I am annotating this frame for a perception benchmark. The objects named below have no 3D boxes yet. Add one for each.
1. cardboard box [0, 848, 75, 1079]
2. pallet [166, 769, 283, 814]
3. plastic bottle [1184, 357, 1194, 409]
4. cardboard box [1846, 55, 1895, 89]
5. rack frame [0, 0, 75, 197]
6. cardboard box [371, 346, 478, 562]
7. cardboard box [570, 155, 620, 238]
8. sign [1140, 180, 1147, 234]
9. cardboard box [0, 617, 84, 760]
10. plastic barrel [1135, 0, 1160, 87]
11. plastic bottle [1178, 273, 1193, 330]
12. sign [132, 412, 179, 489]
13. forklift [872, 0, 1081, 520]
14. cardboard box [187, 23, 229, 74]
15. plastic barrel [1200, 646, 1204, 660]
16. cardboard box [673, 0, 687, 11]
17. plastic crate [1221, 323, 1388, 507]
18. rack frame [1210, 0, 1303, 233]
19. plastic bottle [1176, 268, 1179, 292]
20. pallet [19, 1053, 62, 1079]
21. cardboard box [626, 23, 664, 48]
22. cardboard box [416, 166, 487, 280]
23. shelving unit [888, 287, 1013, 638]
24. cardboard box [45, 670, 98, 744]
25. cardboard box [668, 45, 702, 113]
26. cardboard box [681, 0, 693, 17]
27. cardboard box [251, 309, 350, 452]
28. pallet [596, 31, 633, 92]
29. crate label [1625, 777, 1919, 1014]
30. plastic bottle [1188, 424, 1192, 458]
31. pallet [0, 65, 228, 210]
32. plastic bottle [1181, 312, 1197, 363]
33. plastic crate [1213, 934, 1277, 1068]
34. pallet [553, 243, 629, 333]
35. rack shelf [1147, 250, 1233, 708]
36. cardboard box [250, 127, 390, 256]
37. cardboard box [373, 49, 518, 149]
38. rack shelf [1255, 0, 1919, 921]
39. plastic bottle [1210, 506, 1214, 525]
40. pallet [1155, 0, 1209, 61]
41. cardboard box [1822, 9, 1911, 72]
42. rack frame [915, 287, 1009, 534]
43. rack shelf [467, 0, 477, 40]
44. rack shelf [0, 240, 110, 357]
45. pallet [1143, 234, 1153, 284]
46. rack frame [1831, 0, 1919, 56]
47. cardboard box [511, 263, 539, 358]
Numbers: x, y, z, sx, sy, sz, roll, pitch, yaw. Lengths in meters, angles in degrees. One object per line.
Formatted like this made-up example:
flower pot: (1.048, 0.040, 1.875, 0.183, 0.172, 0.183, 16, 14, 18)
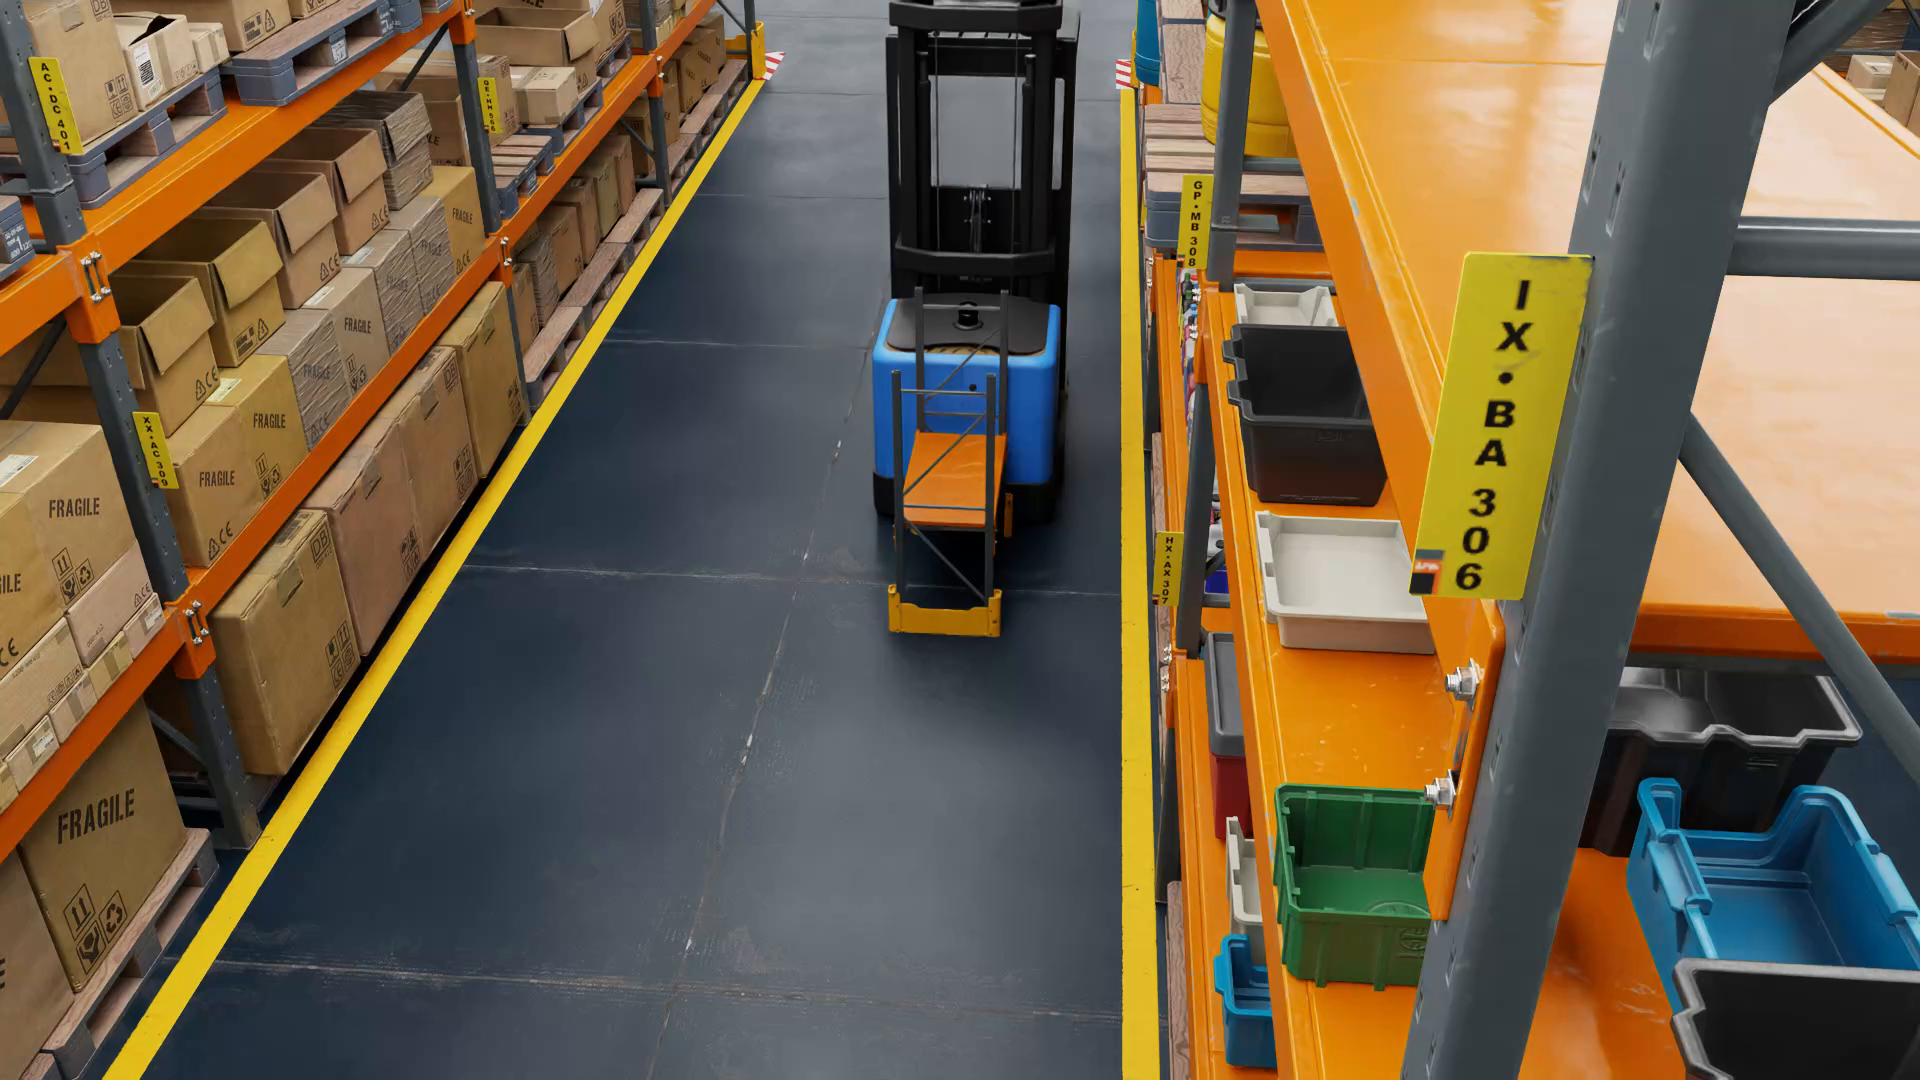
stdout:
cardboard box: (-3.816, 1.579, 5.735, 0.875, 0.875, 0.875, 2, 32, 4)
pallet: (-3.622, 0.821, 7.997, 1.003, 0.211, 1.213, 2, 32, 4)
plastic bottle: (1.165, -0.797, 8.012, 0.144, 0.351, 0.185, 2, 32, 4)
cardboard box: (6.918, -3.394, 12.322, 0.500, 0.250, 0.500, 4, 32, 7)
rack frame: (-3.610, -2.513, 5.031, 1.000, 3.000, 0.127, 2, 32, 4)
cardboard box: (-3.441, -0.500, 9.107, 1.225, 0.875, 0.875, 3, 32, 4)
cardboard box: (-3.087, -2.697, 13.011, 0.700, 0.500, 0.500, 2, 32, 4)
sign: (1.104, -1.929, 9.645, 0.100, 0.325, 0.005, 2, 32, 4)
cardboard box: (-3.424, 0.491, 5.735, 0.500, 0.250, 0.500, 3, 32, 5)
plastic barrel: (1.645, -3.955, 12.612, 0.600, 0.901, 0.708, 2, 32, 4)
plastic bottle: (1.201, -1.267, 8.839, 0.061, 0.283, 0.133, 2, 32, 4)
sign: (-3.056, -0.339, 6.320, 0.100, 0.325, 0.005, 2, 32, 4)
forklift: (0.142, -2.109, 10.158, 1.130, 2.935, 3.031, 3, 32, 4)
cardboard box: (-3.339, -2.080, 7.027, 0.380, 0.149, 0.250, 1, 32, 2)
plastic barrel: (1.446, 0.313, 7.764, 0.600, 0.901, 0.708, 2, 32, 4)
cardboard box: (-2.784, -4.804, 14.088, 0.875, 0.500, 0.500, 2, 32, 4)
plastic crate: (0.952, -0.331, 4.474, 0.497, 0.269, 0.590, 2, 32, 4)
rack frame: (1.327, -2.302, 4.688, 1.000, 3.000, 0.127, 2, 32, 4)
plastic bottle: (1.258, -1.513, 9.249, 0.097, 0.271, 0.097, 0, 32, 0)
pallet: (-3.846, 2.262, 5.659, 1.003, 0.211, 1.213, 2, 32, 4)
cardboard box: (-2.641, -4.135, 13.621, 0.380, 0.149, 0.250, 2, 32, 4)
cardboard box: (-3.077, -1.825, 9.537, 0.500, 0.500, 0.500, 3, 32, 5)
shelving unit: (-0.036, -0.421, 8.784, 0.587, 1.500, 1.083, 3, 32, 4)
cardboard box: (-3.350, 0.590, 5.954, 0.380, 0.149, 0.250, 2, 32, 3)
cardboard box: (-2.785, -4.382, 15.765, 0.500, 0.500, 0.500, 5, 32, 9)
cardboard box: (-2.543, -4.657, 14.468, 0.380, 0.149, 0.250, 2, 32, 4)
cardboard box: (-3.242, -0.756, 7.803, 0.500, 0.500, 0.500, 2, 32, 3)
pallet: (-3.166, -3.668, 12.805, 1.003, 0.211, 1.213, 2, 32, 4)
crate label: (1.398, 0.661, 2.881, 0.408, 0.251, 0.502, 2, 32, 4)
plastic bottle: (1.101, -0.470, 7.623, 0.097, 0.201, 0.097, 0, 32, 0)
pallet: (-3.584, -1.636, 6.650, 0.805, 0.209, 1.217, 1, 32, 2)
plastic bottle: (1.183, -1.030, 8.464, 0.097, 0.271, 0.097, 0, 32, 0)
plastic crate: (0.913, 1.305, 4.657, 0.416, 0.233, 0.300, 2, 32, 4)
pallet: (-3.117, -1.909, 12.426, 1.003, 0.211, 1.213, 2, 32, 4)
rack shelf: (1.490, -0.487, 8.148, 1.077, 0.370, 4.000, 2, 32, 4)
cardboard box: (-3.415, -1.798, 8.538, 0.797, 0.503, 0.637, 3, 32, 5)
cardboard box: (-3.334, -2.853, 10.805, 0.700, 0.500, 0.500, 7, 32, 11)
rack shelf: (1.164, -0.780, 3.285, 1.077, 0.370, 4.000, 2, 32, 4)
plastic bottle: (1.010, -0.041, 6.849, 0.061, 0.283, 0.133, 2, 32, 4)
pallet: (1.493, -2.640, 8.276, 1.003, 0.211, 1.213, 2, 32, 4)
cardboard box: (6.945, -3.992, 13.054, 0.700, 0.500, 0.500, 2, 32, 3)
rack frame: (0.009, -0.692, 9.223, 0.500, 1.500, 0.032, 3, 32, 4)
rack shelf: (-3.121, -4.068, 11.098, 1.077, 0.370, 4.000, 2, 32, 4)
rack shelf: (-3.772, 0.116, 4.310, 1.077, 0.370, 4.000, 2, 32, 4)
pallet: (1.953, -2.332, 13.113, 1.003, 0.211, 1.213, 2, 32, 4)
rack frame: (6.915, -3.718, 12.704, 1.000, 3.000, 0.127, 2, 32, 4)
cardboard box: (-3.249, -1.525, 11.110, 0.700, 0.500, 0.500, 1, 32, 1)
